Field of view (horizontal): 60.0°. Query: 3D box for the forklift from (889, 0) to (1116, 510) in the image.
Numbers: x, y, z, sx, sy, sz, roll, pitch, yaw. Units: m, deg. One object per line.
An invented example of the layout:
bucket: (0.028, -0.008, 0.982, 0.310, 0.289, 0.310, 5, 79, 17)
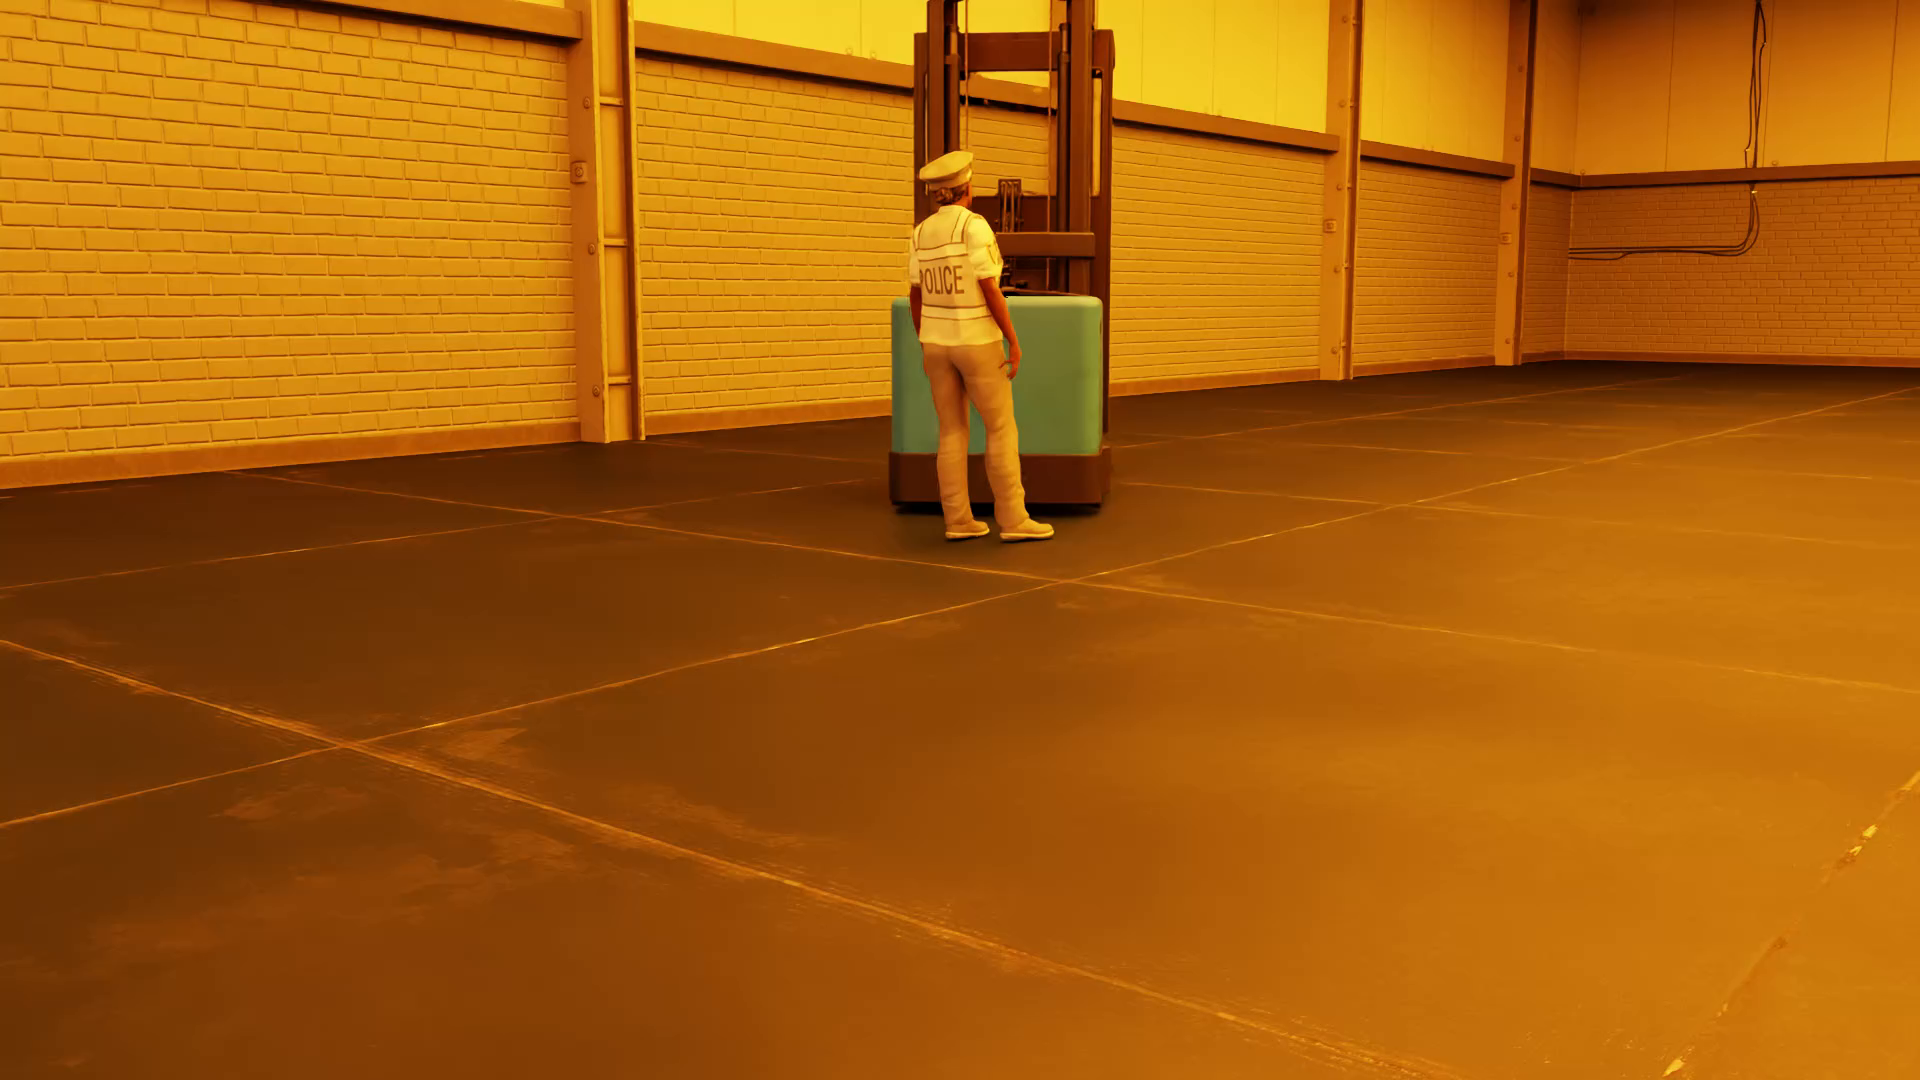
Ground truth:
forklift: (0.317, -1.778, 9.432, 1.130, 2.935, 3.031, 1, 8, 6)

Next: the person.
person: (0.068, -0.849, 7.333, 0.566, 1.697, 0.520, 7, 11, 39)
